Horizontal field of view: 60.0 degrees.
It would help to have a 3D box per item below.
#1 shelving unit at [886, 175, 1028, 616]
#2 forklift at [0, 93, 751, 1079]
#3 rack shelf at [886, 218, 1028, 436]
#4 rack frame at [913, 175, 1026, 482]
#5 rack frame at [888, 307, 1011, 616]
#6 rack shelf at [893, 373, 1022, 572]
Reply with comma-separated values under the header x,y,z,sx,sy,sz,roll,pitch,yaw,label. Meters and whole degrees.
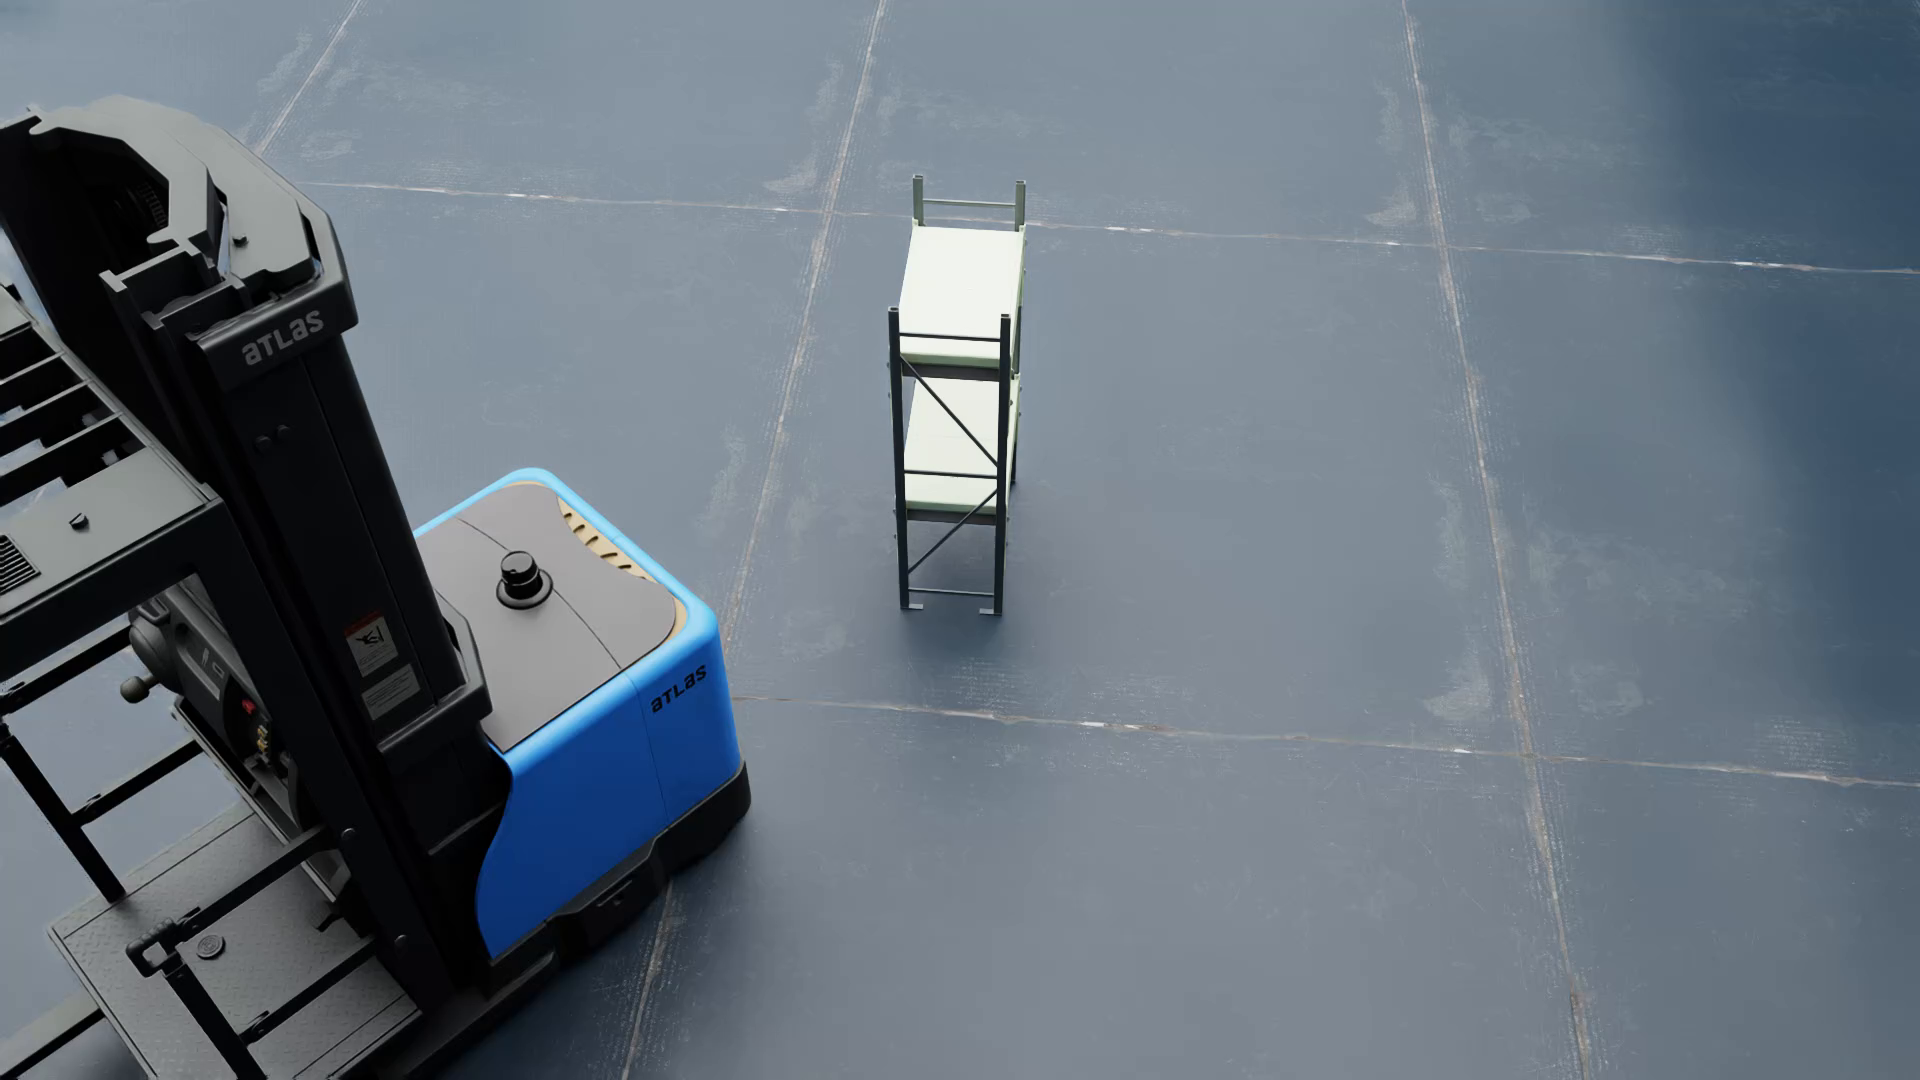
x,y,z,sx,sy,sz,roll,pitch,yaw,label
-0.001,-0.501,6.192,0.431,1.500,0.755,4,48,4,shelving unit
-2.128,0.488,4.317,3.031,2.935,1.130,-36,57,-28,forklift
-0.001,-0.765,5.904,0.431,0.370,0.720,4,48,4,rack shelf
0.033,-0.770,6.438,0.400,1.500,0.023,4,48,4,rack frame
-0.034,-0.232,5.946,0.400,1.500,0.023,4,48,4,rack frame
-0.001,-0.281,6.433,0.431,0.370,0.720,4,48,4,rack shelf
